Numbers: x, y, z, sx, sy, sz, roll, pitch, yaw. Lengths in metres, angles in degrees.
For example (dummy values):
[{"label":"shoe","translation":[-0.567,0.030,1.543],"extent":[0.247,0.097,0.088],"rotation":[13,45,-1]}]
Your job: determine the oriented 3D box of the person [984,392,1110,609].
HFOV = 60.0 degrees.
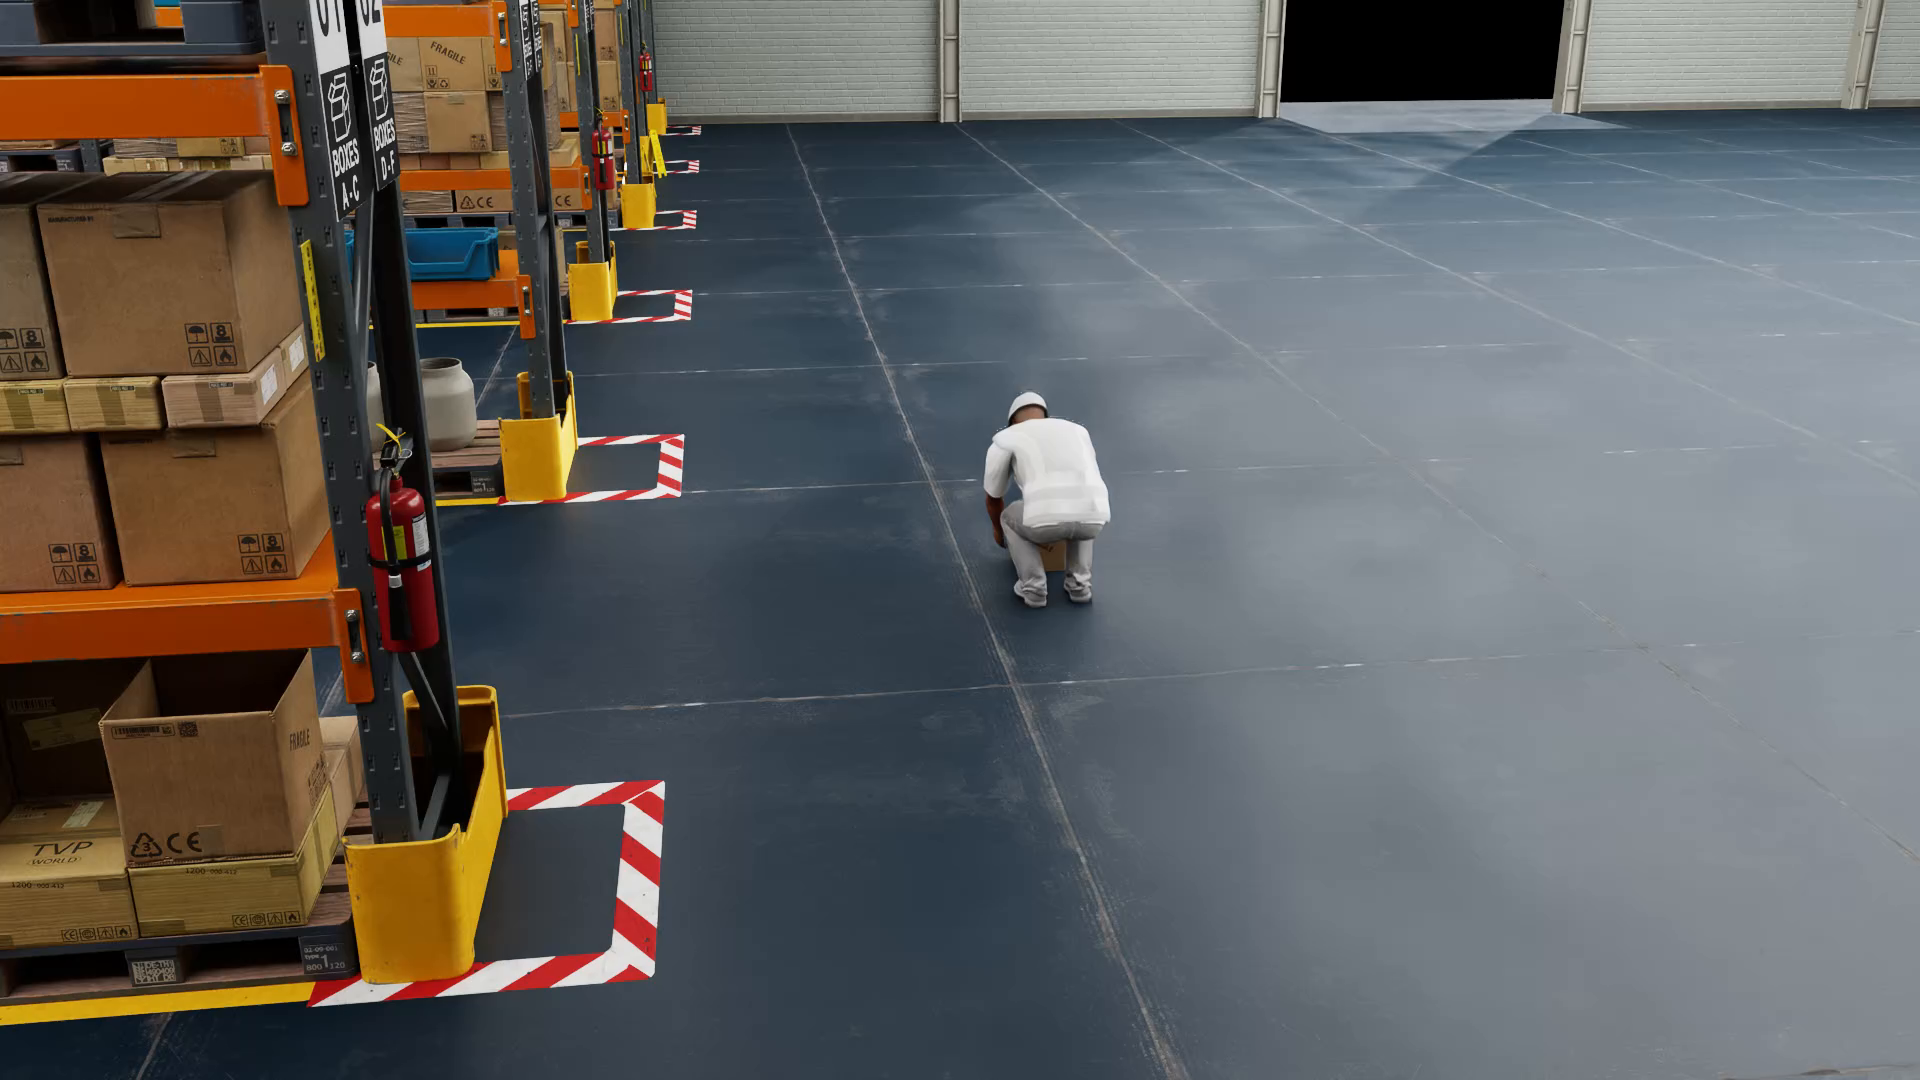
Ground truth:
[{"label":"person","translation":[0.428,-0.197,8.394],"extent":[0.576,0.957,0.898],"rotation":[-3,20,-8]}]
